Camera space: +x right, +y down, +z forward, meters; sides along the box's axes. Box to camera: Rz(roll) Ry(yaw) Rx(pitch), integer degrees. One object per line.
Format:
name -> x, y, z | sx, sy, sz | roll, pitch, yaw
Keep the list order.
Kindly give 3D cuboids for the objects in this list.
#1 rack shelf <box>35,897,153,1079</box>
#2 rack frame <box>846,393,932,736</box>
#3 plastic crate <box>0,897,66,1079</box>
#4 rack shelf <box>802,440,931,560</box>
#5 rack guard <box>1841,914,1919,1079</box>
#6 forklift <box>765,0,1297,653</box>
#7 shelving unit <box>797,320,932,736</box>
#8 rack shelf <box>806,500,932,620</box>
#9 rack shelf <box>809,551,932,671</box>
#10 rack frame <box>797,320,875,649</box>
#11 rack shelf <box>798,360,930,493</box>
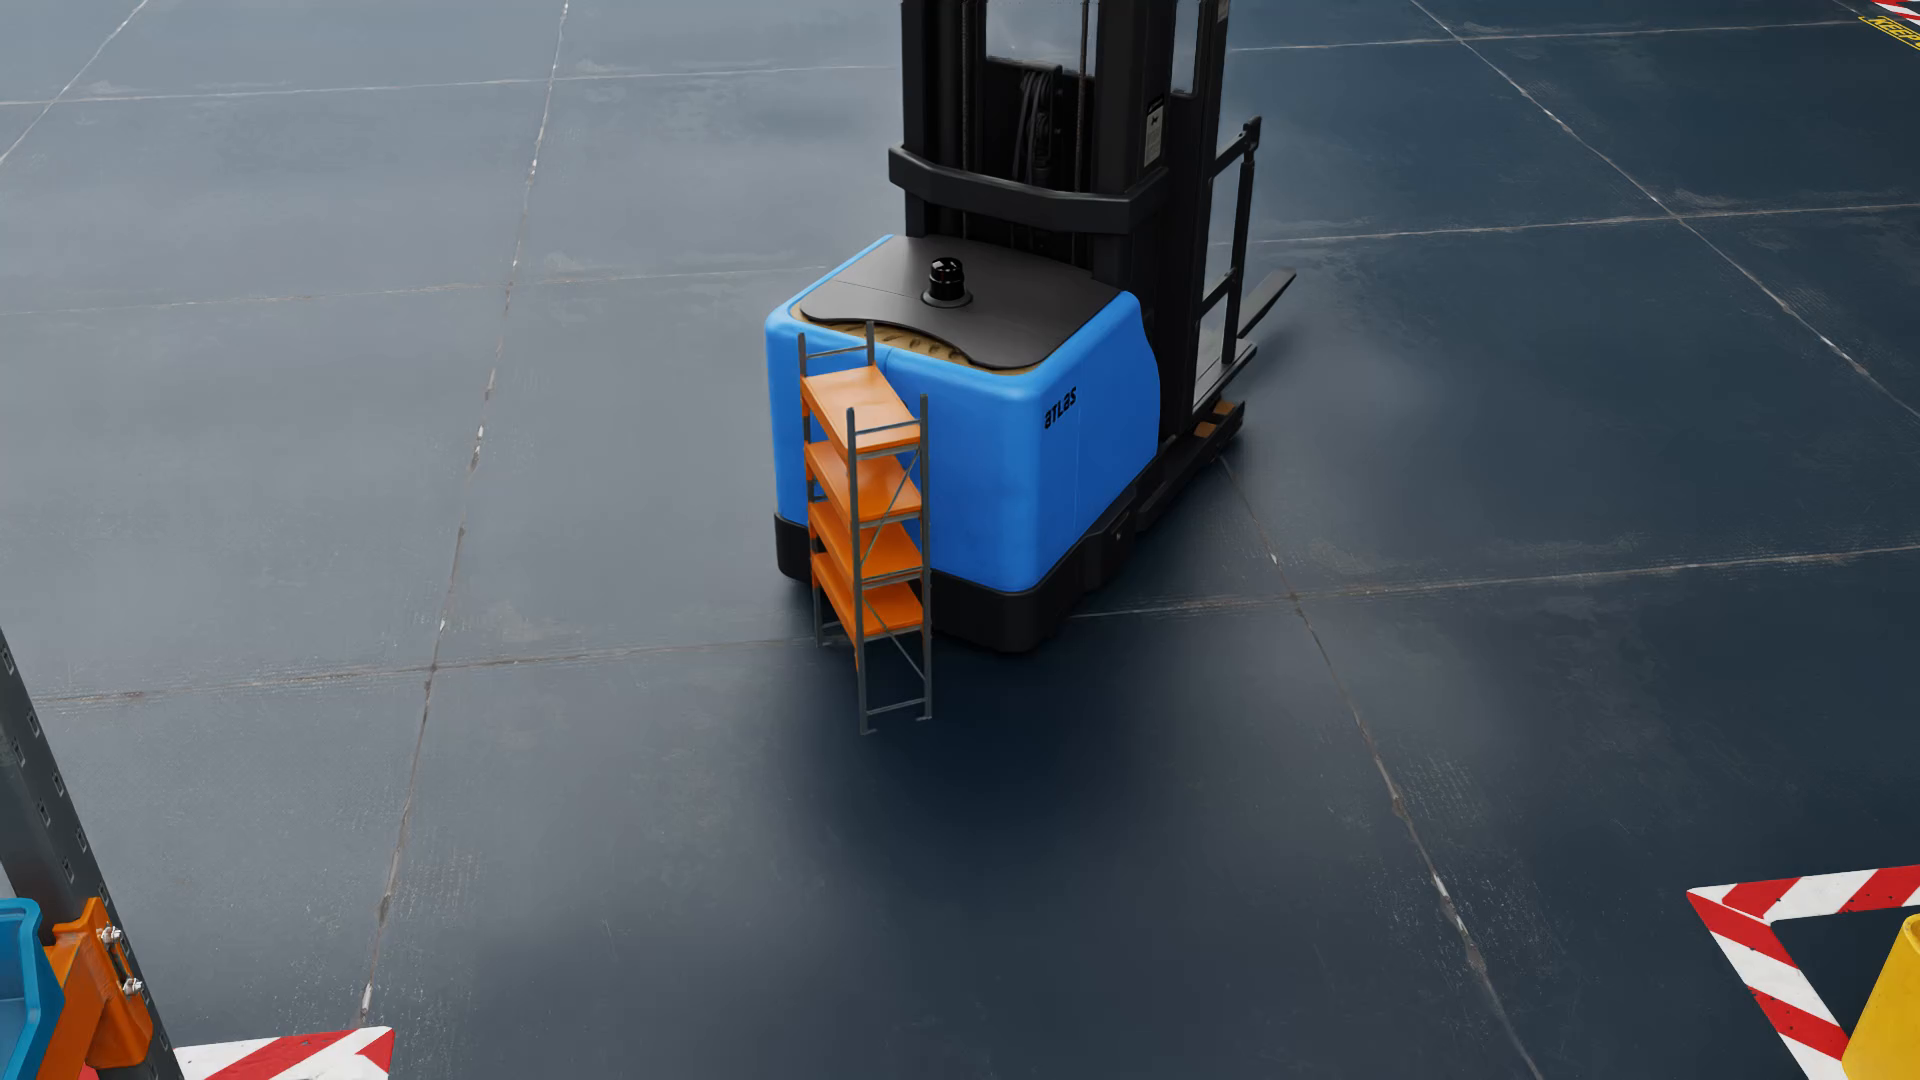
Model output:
rack shelf -> -1.780, 1.938, 1.382 | 1.077, 0.370, 4.000 | -4, 35, -6
rack frame -> -0.205, 0.106, 5.030 | 0.240, 1.200, 0.015 | -12, 36, -17
plastic crate -> -1.685, 0.842, 2.482 | 0.499, 0.251, 0.616 | -4, 35, -6
rack shelf -> -0.292, -0.152, 5.130 | 0.258, 0.148, 0.480 | -12, 36, -17
rack guard -> 2.857, 1.171, 4.088 | 1.175, 0.500, 0.348 | -4, 35, -6
forklift -> 0.513, -1.638, 6.051 | 1.130, 2.935, 3.031 | 18, 38, 24
shelving unit -> -0.292, -0.023, 5.218 | 0.258, 1.200, 0.503 | -12, 36, -17
rack shelf -> -0.292, 0.033, 5.256 | 0.258, 0.148, 0.480 | -12, 36, -17
rack shelf -> -0.292, 0.197, 5.368 | 0.258, 0.148, 0.480 | -12, 36, -17
rack frame -> -0.379, -0.151, 5.406 | 0.240, 1.200, 0.015 | -12, 36, -17
rack shelf -> -0.292, -0.347, 4.997 | 0.258, 0.148, 0.480 | -12, 36, -17
